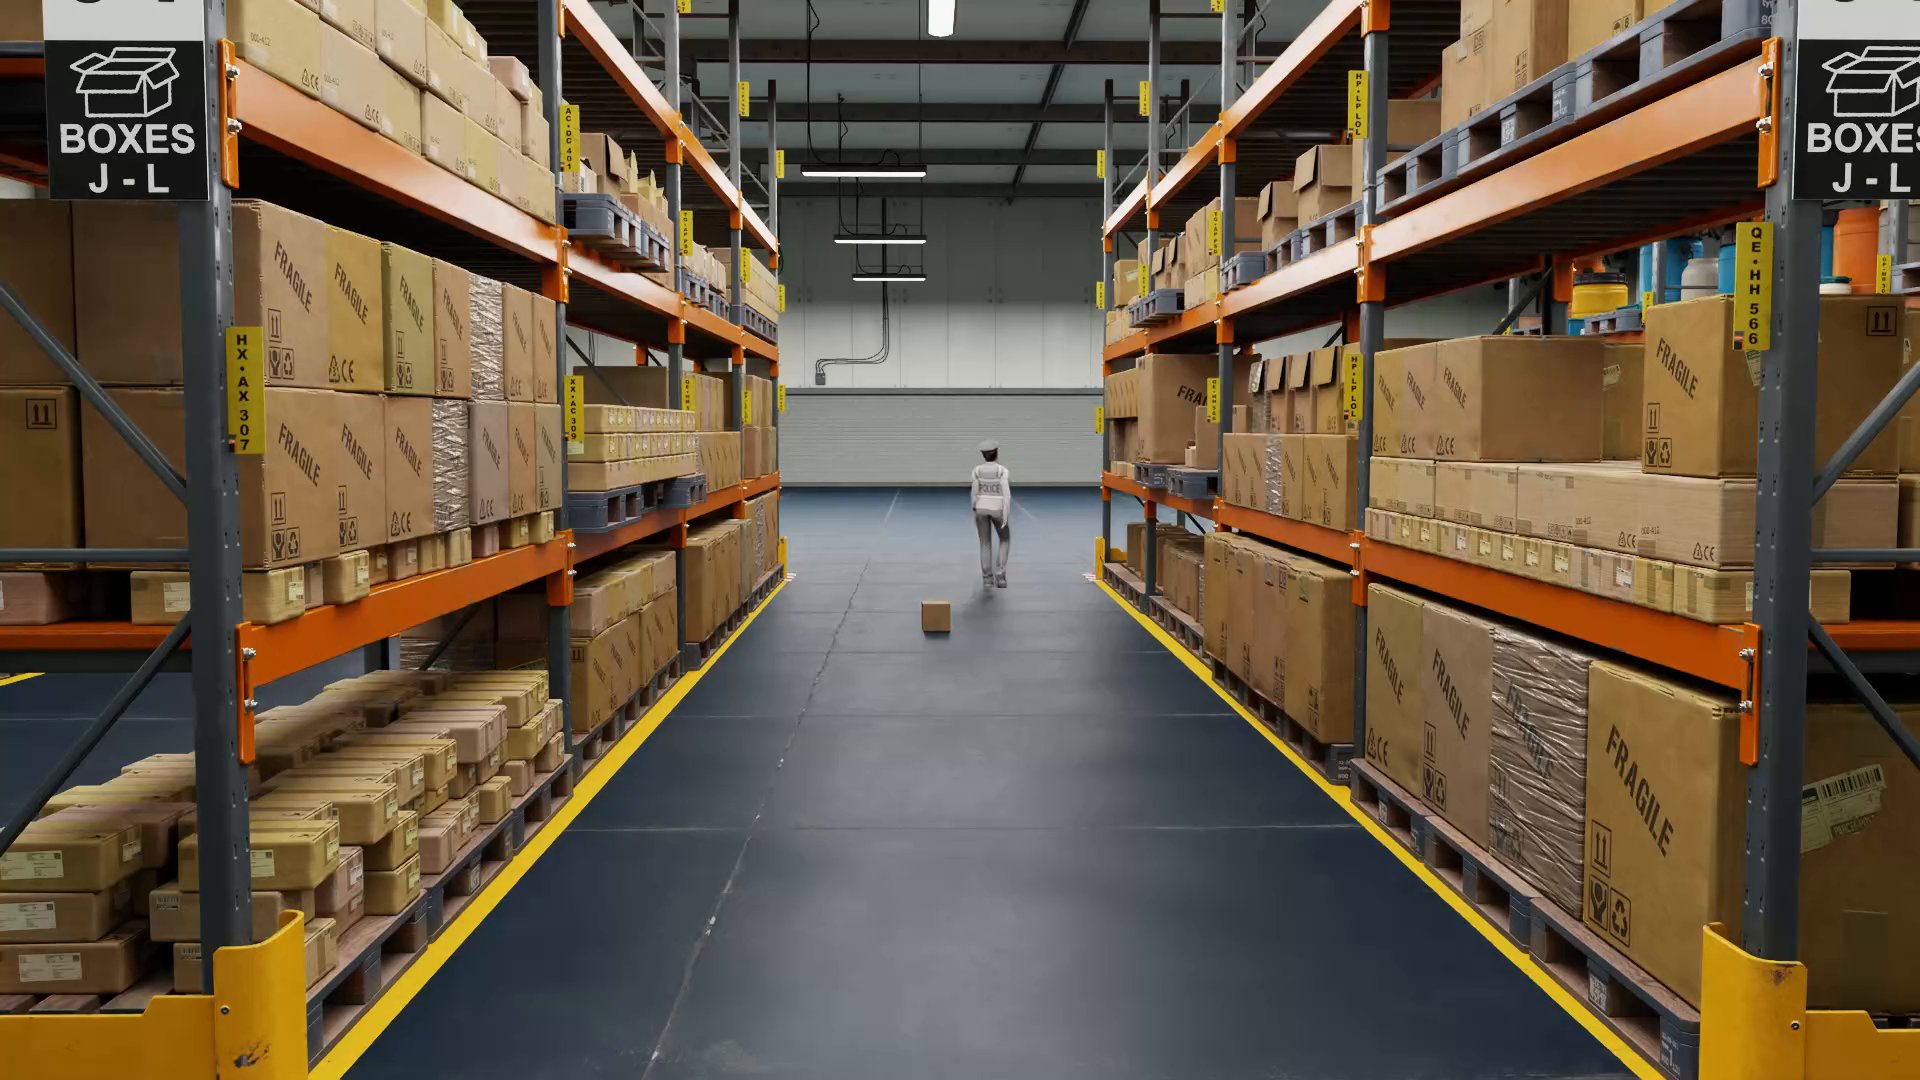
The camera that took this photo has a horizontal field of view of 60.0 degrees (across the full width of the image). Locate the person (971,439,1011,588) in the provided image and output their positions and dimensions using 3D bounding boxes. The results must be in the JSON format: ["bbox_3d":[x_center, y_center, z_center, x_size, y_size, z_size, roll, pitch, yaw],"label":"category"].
[{"bbox_3d":[0.362,-0.289,19.007,0.477,1.720,0.461,1,4,8],"label":"person"}]
